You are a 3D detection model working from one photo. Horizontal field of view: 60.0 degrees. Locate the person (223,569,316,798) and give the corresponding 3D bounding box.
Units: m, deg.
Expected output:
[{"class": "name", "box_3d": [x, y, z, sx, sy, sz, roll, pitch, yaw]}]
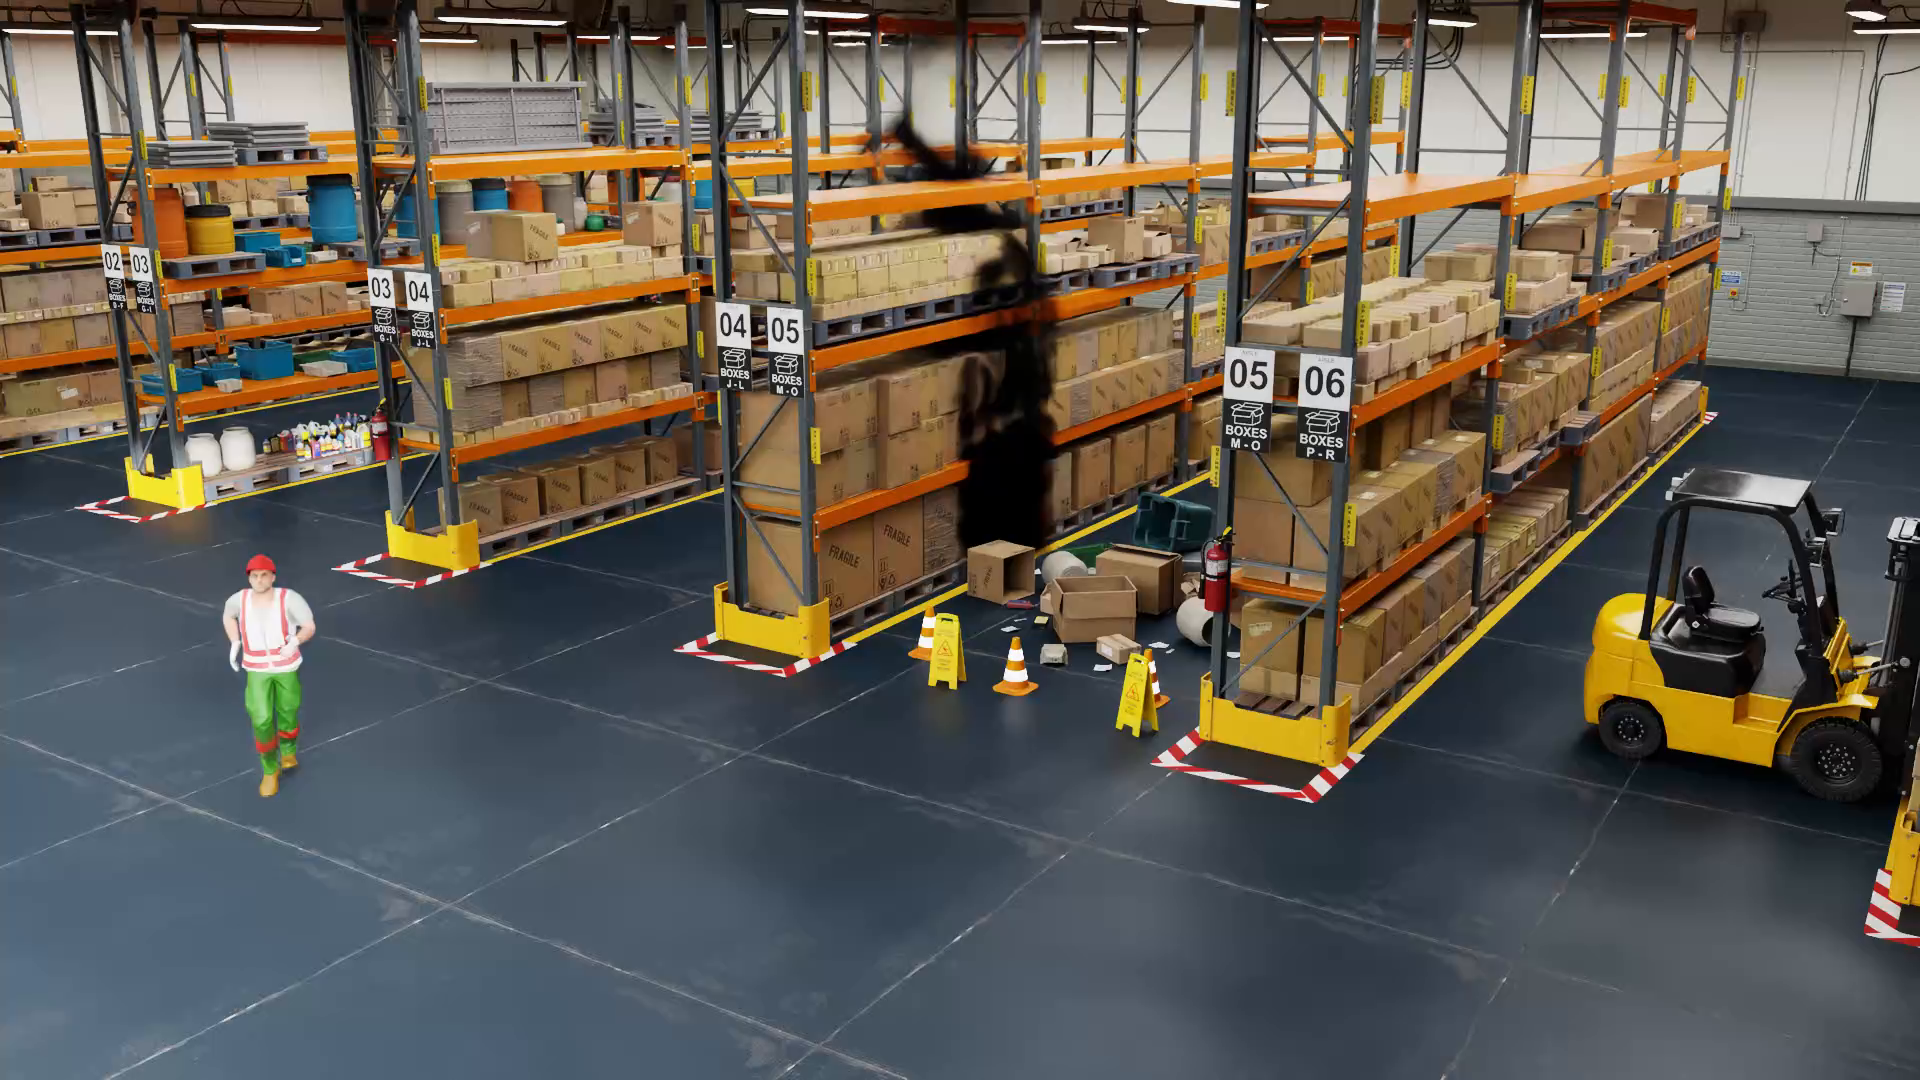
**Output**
[{"class": "person", "box_3d": [-5.132, 0.993, 12.460, 0.637, 1.786, 0.611, -6, 17, -20]}]
